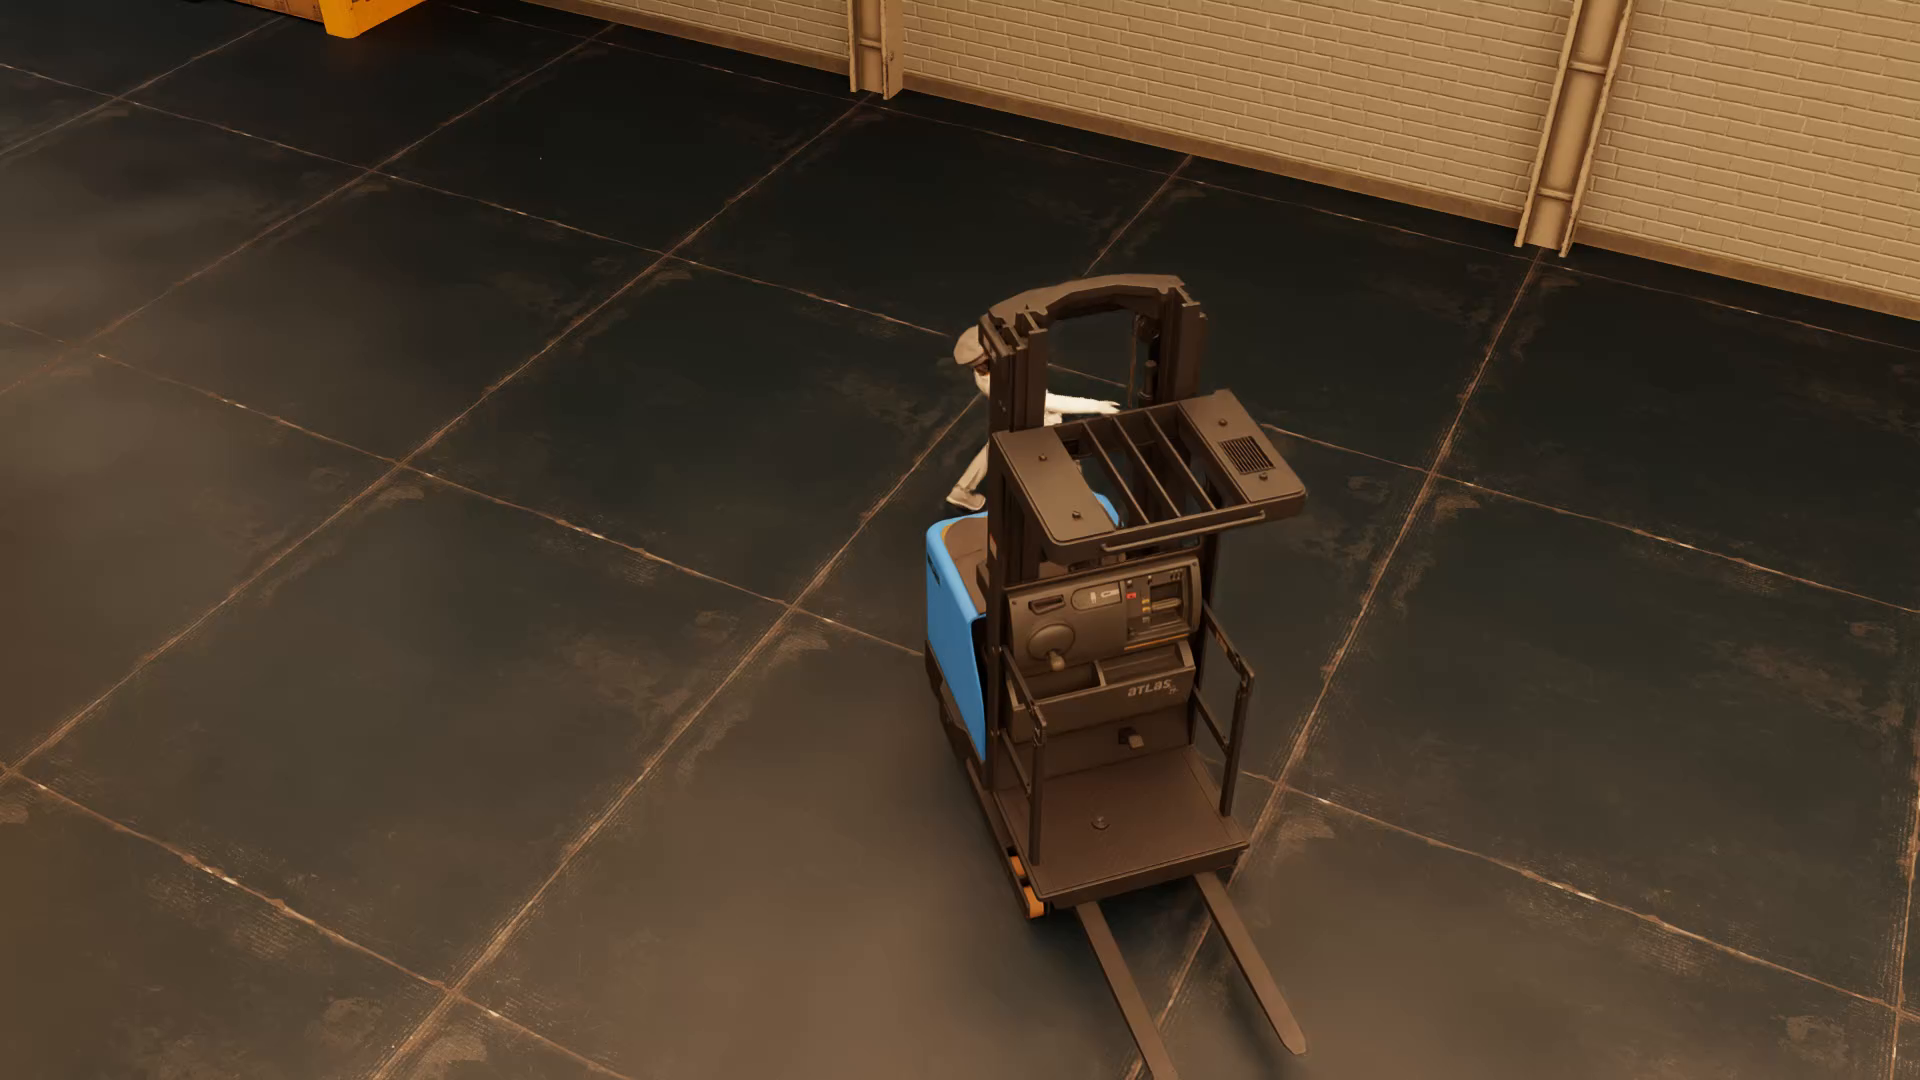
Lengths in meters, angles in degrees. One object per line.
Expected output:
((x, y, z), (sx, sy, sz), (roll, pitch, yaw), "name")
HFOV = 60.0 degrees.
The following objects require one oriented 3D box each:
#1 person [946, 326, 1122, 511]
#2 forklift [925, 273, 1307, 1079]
((0.468, -0.597, 9.821), (1.001, 1.458, 0.744), (31, 49, 32), "person")
((0.739, 0.421, 7.486), (1.130, 2.935, 3.031), (-12, 41, -13), "forklift")
